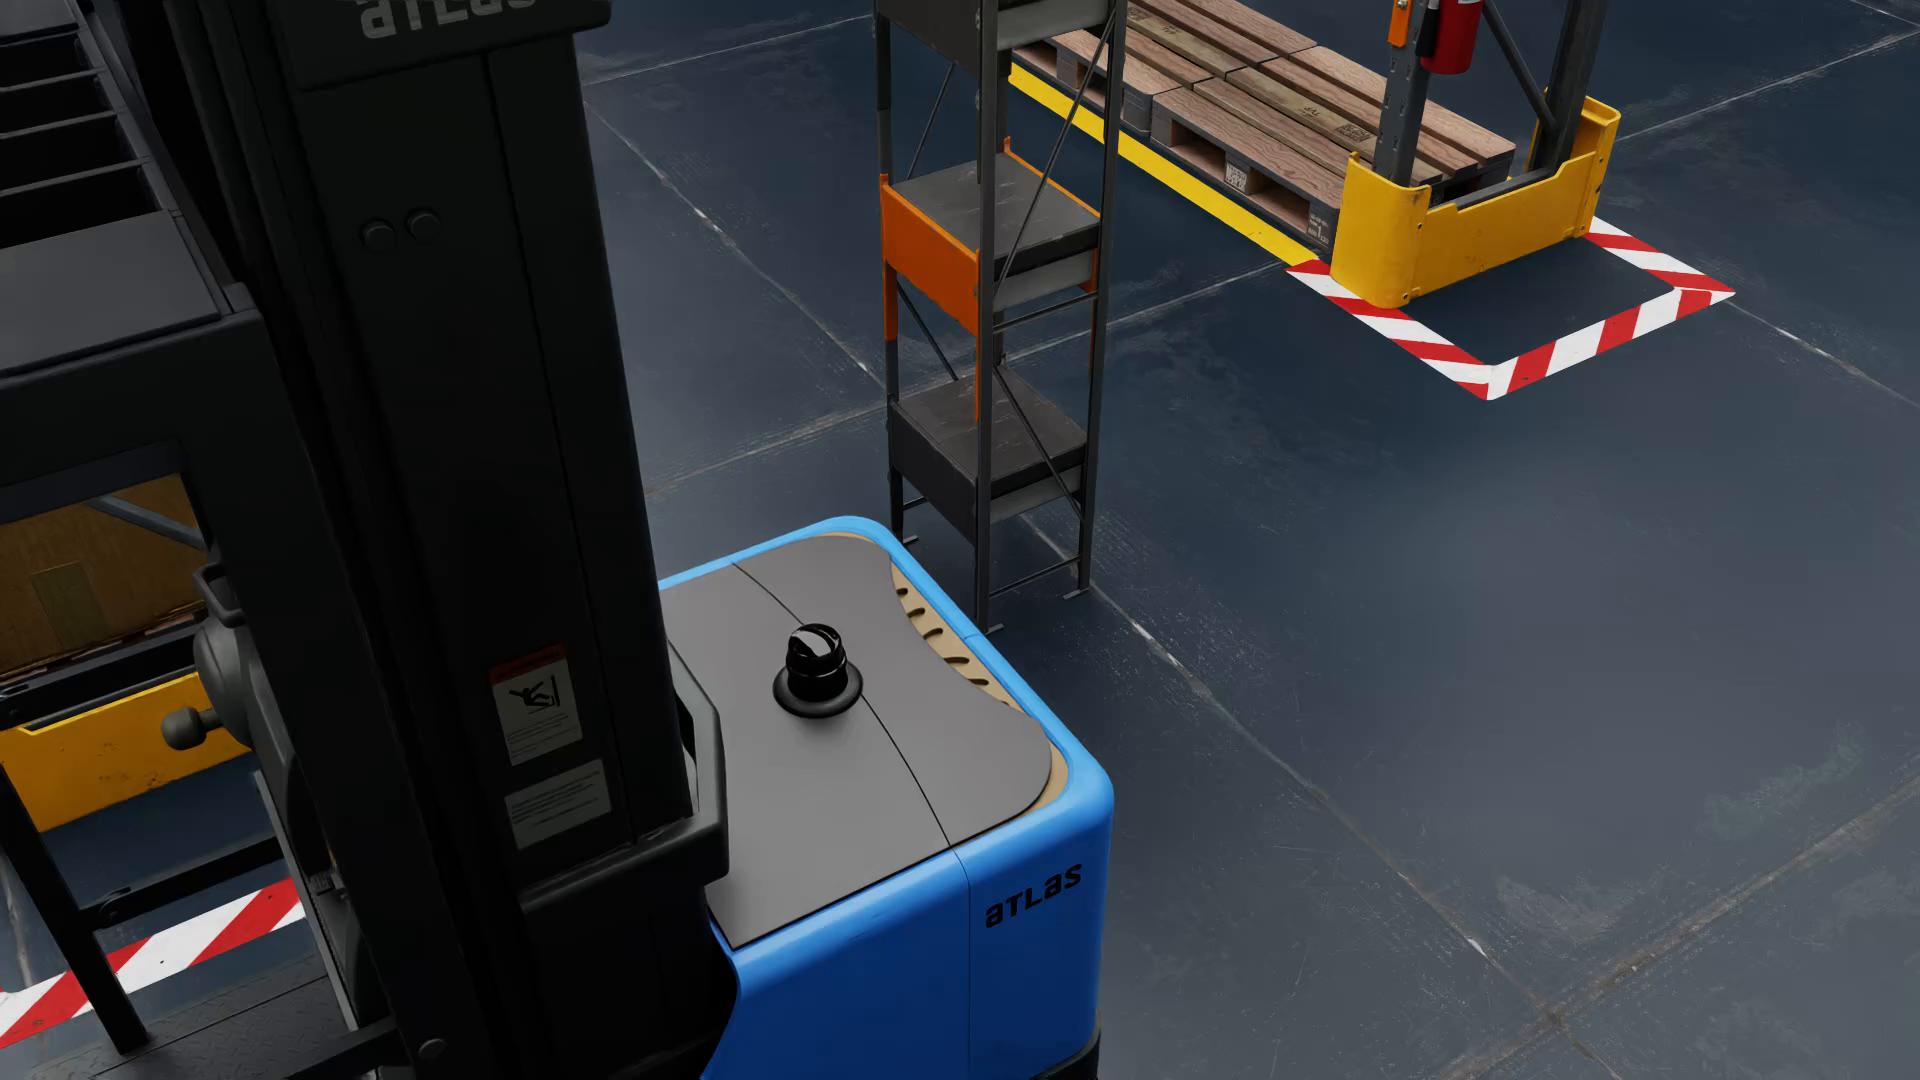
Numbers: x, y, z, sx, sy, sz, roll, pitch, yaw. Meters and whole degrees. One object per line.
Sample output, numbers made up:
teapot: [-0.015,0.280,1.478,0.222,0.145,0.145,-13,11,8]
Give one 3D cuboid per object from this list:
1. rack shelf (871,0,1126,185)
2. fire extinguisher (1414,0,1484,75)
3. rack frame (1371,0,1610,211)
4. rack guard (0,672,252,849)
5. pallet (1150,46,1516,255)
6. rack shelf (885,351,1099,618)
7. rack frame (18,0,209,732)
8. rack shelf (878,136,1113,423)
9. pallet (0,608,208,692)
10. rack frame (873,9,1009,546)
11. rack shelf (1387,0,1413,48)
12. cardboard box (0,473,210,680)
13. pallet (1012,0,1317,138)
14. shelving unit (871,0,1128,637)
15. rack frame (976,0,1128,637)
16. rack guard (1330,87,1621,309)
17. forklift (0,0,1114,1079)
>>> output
rack shelf: [0.089,-1.245,4.031,0.431,0.518,0.480,-22,45,-24]
fire extinguisher: [1.678,-1.902,5.541,0.296,0.674,0.183,-22,45,-24]
rack frame: [1.980,-2.313,5.683,1.000,3.000,0.127,-22,45,-24]
rack guard: [-2.183,0.365,4.421,1.175,0.500,0.348,-22,45,-24]
pallet: [1.569,-1.700,7.125,1.003,0.211,1.213,-22,45,-24]
rack shelf: [0.089,-0.169,4.927,0.431,0.518,0.480,-22,45,-24]
rack frame: [-2.196,-0.608,3.637,1.000,3.000,0.127,-22,45,-24]
rack shelf: [0.089,-0.707,4.479,0.431,0.518,0.480,-22,45,-24]
pallet: [-2.692,0.059,5.015,1.003,0.211,1.213,-22,45,-24]
rack frame: [-0.042,-0.849,4.629,0.400,2.100,0.015,-22,45,-24]
rack shelf: [0.904,-3.116,7.208,1.077,0.370,4.000,-22,45,-24]
cardboard box: [-2.608,-0.271,4.564,0.875,0.875,0.875,-22,45,-24]
pallet: [0.917,-2.358,7.915,1.003,0.211,1.213,-22,45,-24]
shelving unit: [0.089,-0.717,4.471,0.431,2.100,0.503,-22,45,-24]
rack frame: [0.220,-0.586,4.313,0.400,2.100,0.015,-22,45,-24]
rack guard: [2.004,-1.344,6.473,1.175,0.500,0.348,-22,45,-24]
forklift: [-1.227,0.374,2.511,3.031,2.935,1.130,-21,44,-23]
